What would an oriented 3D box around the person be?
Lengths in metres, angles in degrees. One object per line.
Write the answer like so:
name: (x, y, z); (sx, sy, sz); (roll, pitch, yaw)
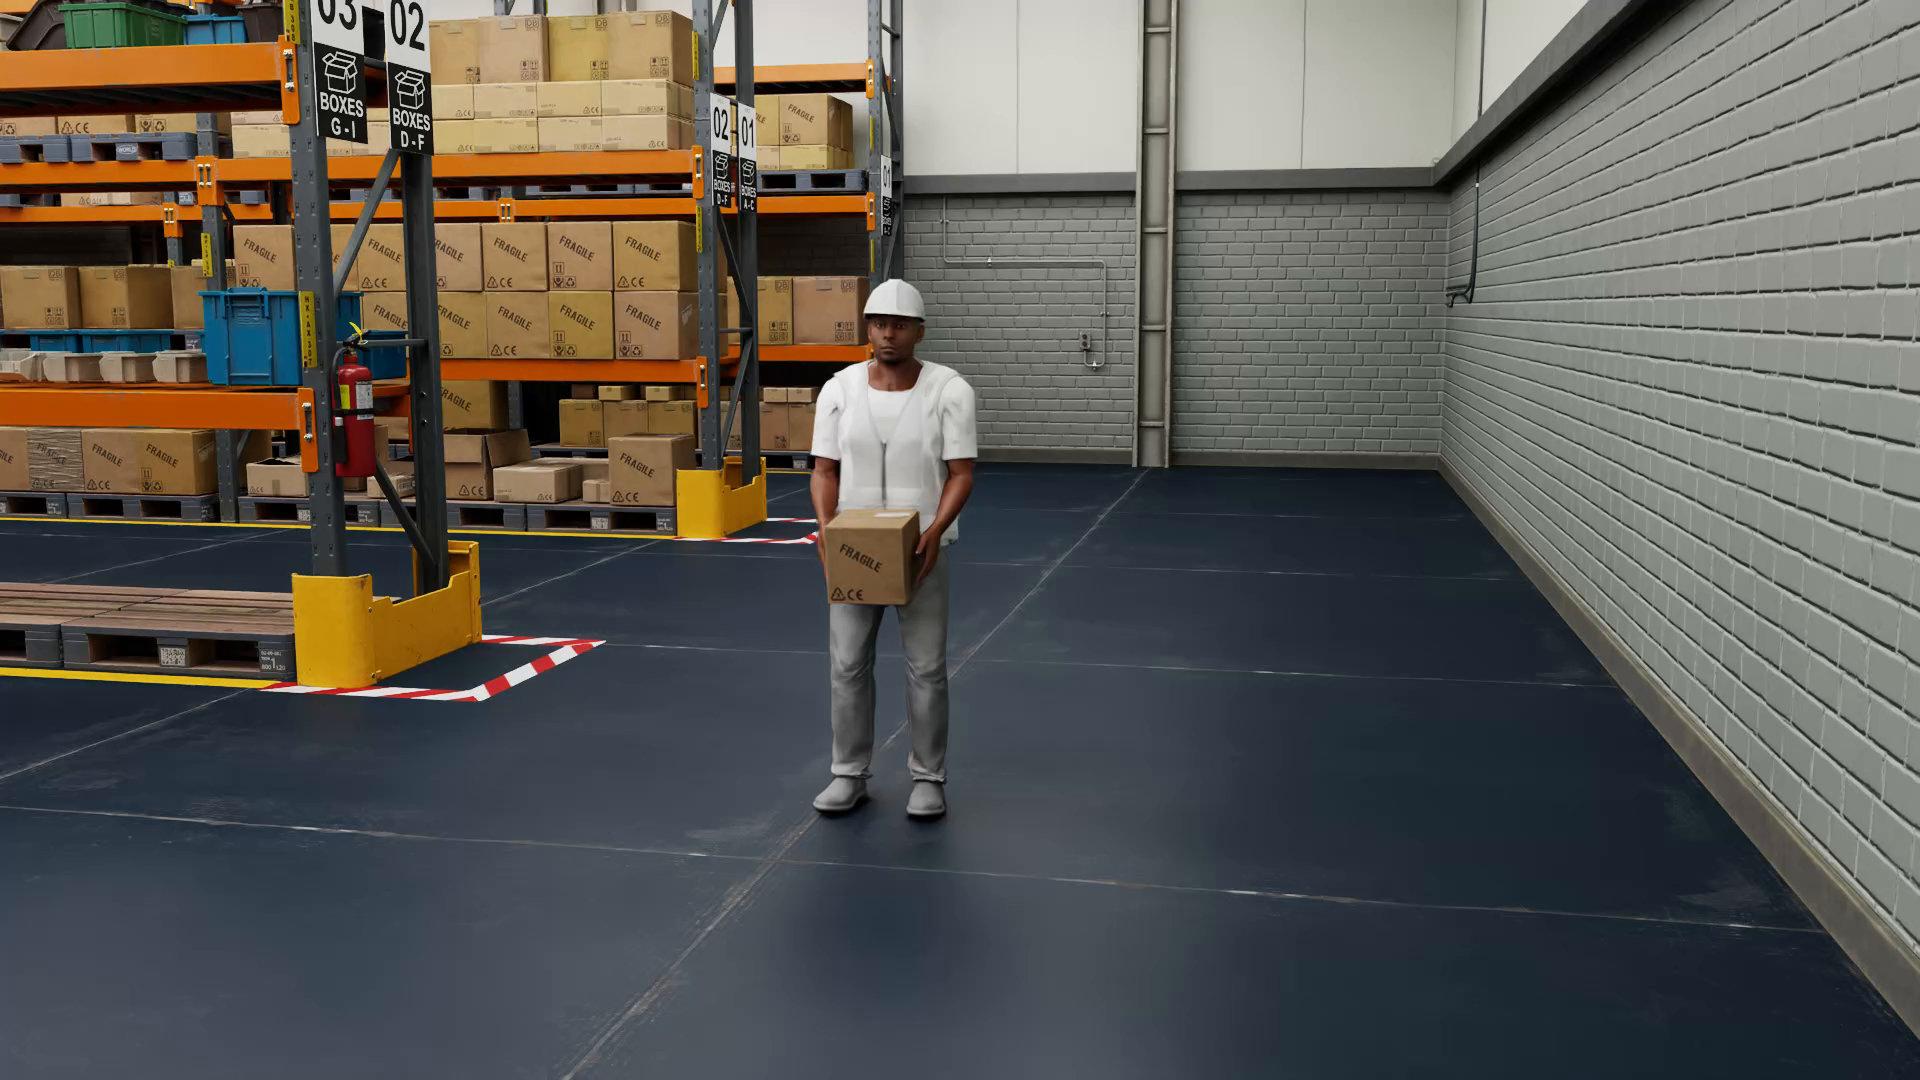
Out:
person: (-0.232, 0.032, 5.492); (0.562, 1.768, 0.509); (1, 8, 10)
